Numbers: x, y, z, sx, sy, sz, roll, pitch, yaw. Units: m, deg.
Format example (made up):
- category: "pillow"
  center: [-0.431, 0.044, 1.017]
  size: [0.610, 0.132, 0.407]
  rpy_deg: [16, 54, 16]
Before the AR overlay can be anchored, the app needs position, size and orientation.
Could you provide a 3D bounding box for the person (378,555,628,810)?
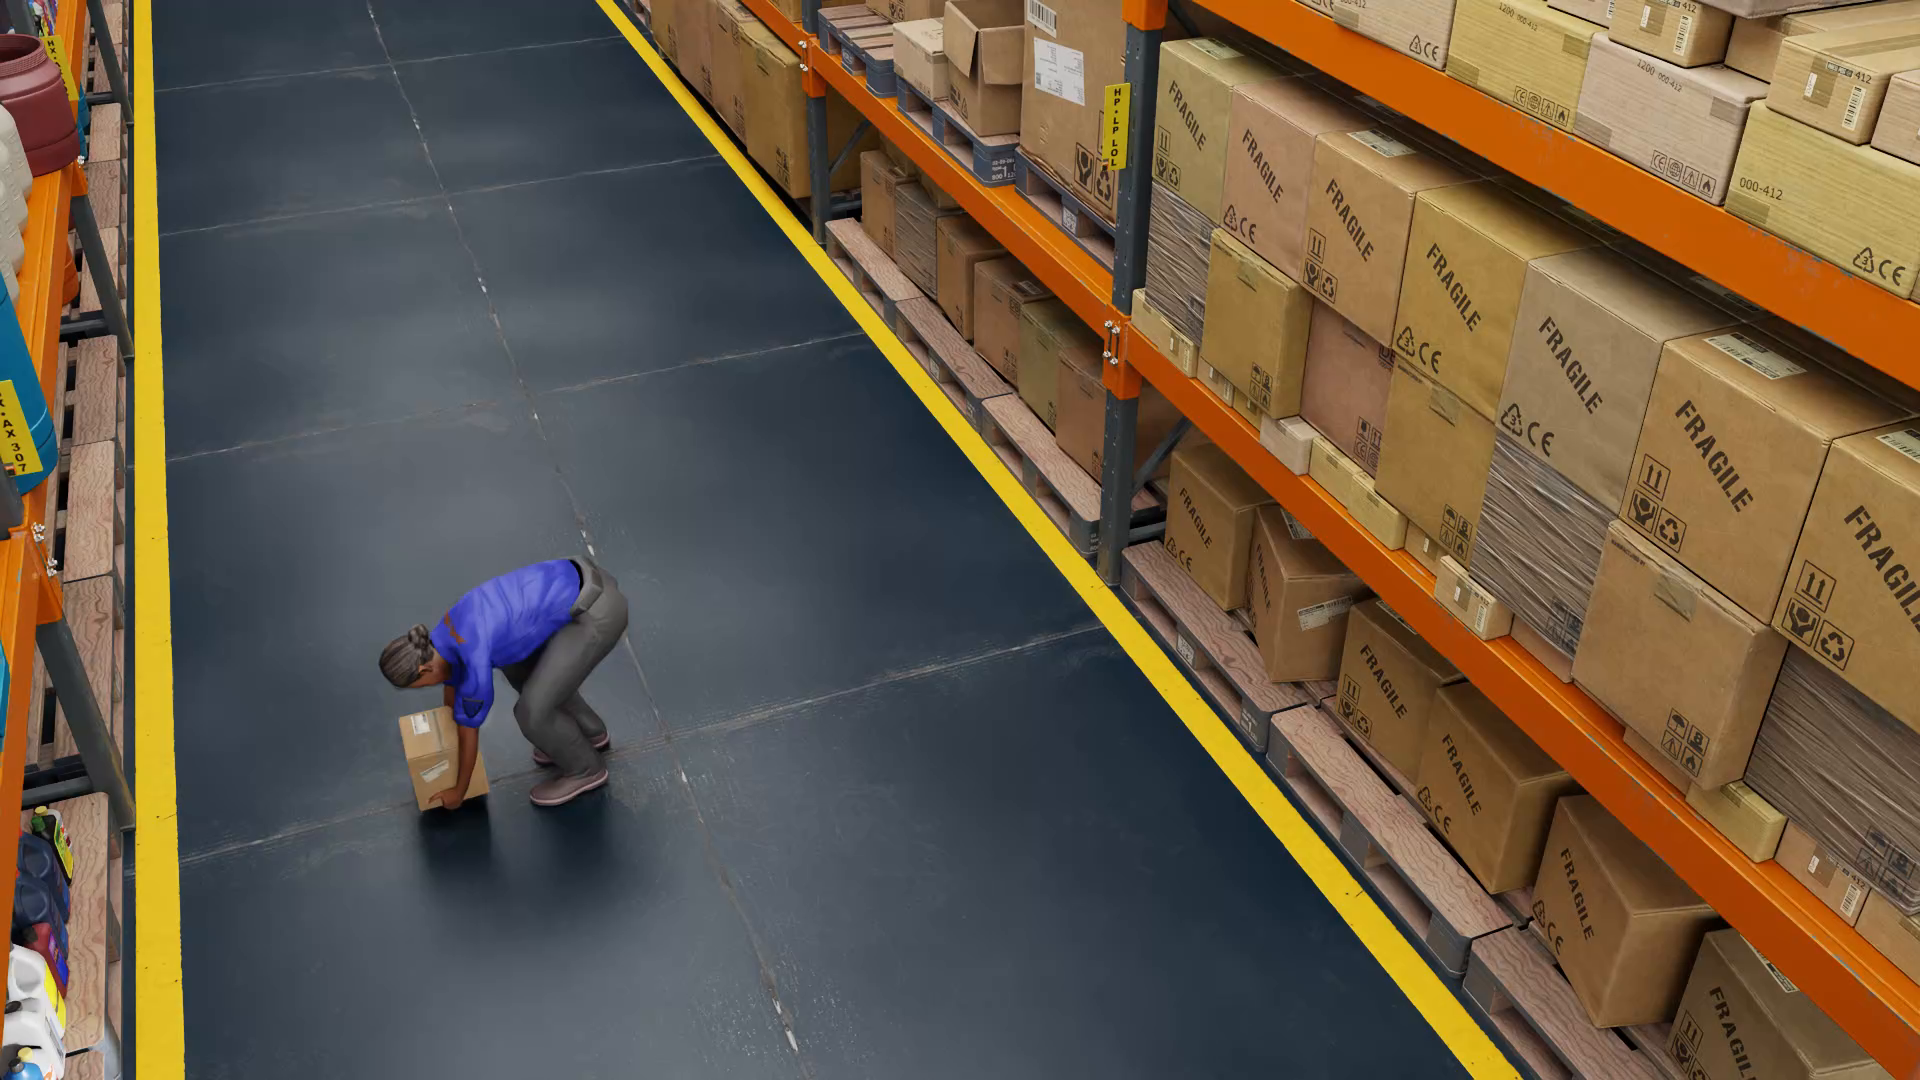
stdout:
- category: "person"
  center: [-1.609, 0.537, 6.021]
  size: [0.870, 0.904, 0.445]
  rpy_deg: [-15, 36, -21]
